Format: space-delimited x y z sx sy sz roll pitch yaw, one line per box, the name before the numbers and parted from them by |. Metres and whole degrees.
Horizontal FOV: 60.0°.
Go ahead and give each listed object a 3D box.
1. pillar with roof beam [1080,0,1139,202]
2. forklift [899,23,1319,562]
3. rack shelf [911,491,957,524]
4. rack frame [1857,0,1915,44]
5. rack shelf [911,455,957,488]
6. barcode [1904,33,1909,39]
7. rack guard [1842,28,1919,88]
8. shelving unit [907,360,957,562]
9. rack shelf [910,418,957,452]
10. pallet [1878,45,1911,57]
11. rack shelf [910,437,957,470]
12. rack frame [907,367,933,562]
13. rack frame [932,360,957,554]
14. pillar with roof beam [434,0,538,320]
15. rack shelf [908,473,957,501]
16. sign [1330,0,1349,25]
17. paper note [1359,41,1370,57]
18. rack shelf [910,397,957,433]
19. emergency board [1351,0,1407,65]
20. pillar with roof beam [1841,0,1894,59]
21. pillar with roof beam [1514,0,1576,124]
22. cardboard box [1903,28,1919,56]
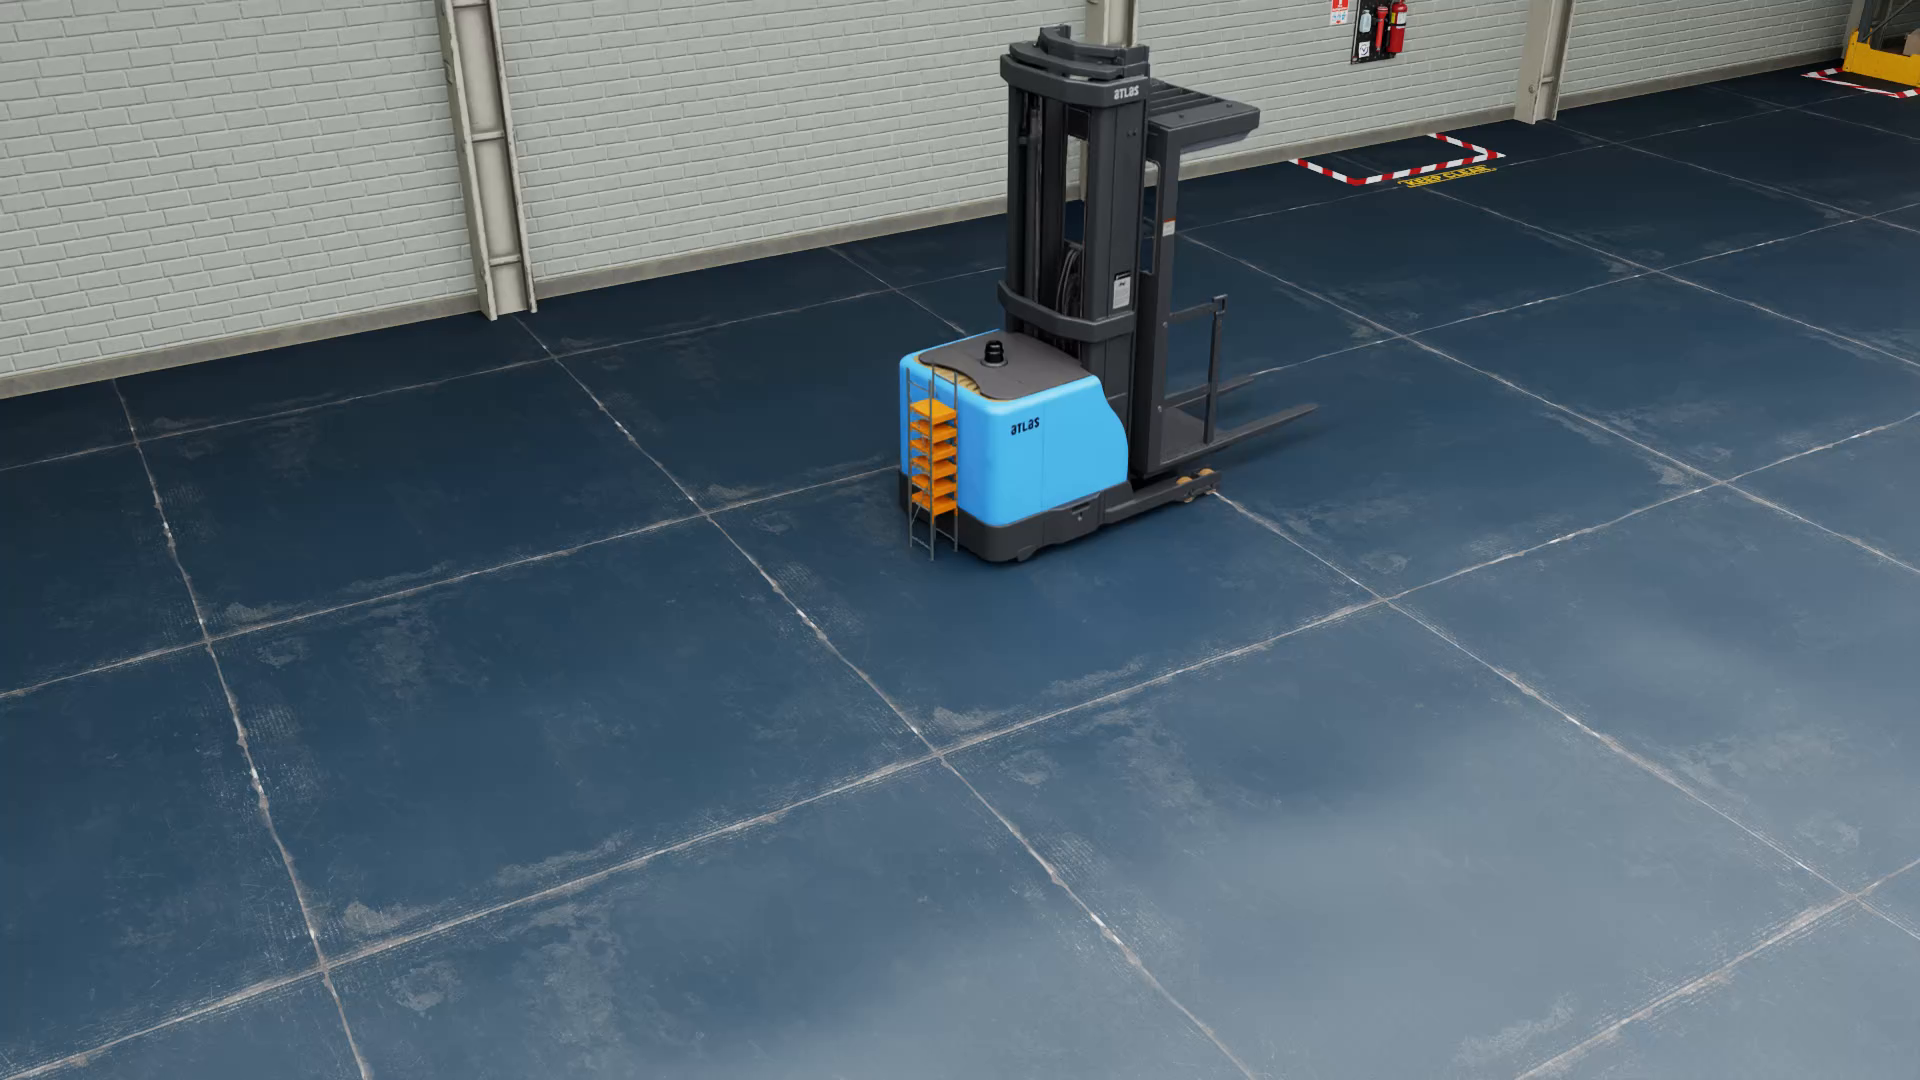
pillar with roof beam | 3.607 -5.523 11.043 0.400 9.000 9.100 -16 33 -26
forklift | 1.094 -1.710 10.413 3.031 2.935 1.130 -20 35 -32
rack shelf | -0.164 -0.213 10.082 0.180 0.103 0.258 -20 35 -32
rack frame | 11.607 -7.096 20.101 0.127 3.000 1.000 -16 33 -26
rack shelf | -0.164 -0.423 9.966 0.180 0.103 0.258 -20 35 -32
barcode | 12.062 -6.418 21.192 0.075 0.075 0.001 -16 33 -26
rack guard | 11.673 -6.020 20.739 0.348 0.500 1.175 -16 33 -26
shelving unit | -0.164 -0.462 9.944 0.189 1.200 0.258 -20 35 -32
rack shelf | -0.164 -0.634 9.850 0.180 0.103 0.258 -20 35 -32
pallet | 12.391 -6.078 21.143 1.213 0.211 1.003 -16 33 -26
rack shelf | -0.164 -0.528 9.908 0.180 0.103 0.258 -20 35 -32
rack frame | -0.237 -0.436 9.896 0.006 1.200 0.240 -20 35 -32
rack frame | -0.091 -0.489 9.992 0.006 1.200 0.240 -20 35 -32
pillar with roof beam | -1.566 -4.055 8.382 0.400 9.000 9.100 -16 33 -26
rack shelf | -0.164 -0.318 10.024 0.180 0.103 0.258 -20 35 -32
sign | 3.921 -5.493 17.160 0.234 0.329 0.001 -16 33 -26
paper note | 4.262 -5.169 17.523 0.142 0.148 0.016 -16 33 -26
rack shelf | -0.164 -0.739 9.792 0.180 0.103 0.258 -20 35 -32
emergency board | 4.450 -5.570 17.336 0.643 1.169 0.194 -16 33 -26
pillar with roof beam | 13.953 -8.461 16.366 0.400 9.000 9.100 -16 33 -26
pillar with roof beam | 8.780 -6.992 13.704 0.400 9.000 9.100 -16 33 -26
cardboard box | 12.249 -6.243 20.884 0.500 0.311 0.500 -20 35 -32
